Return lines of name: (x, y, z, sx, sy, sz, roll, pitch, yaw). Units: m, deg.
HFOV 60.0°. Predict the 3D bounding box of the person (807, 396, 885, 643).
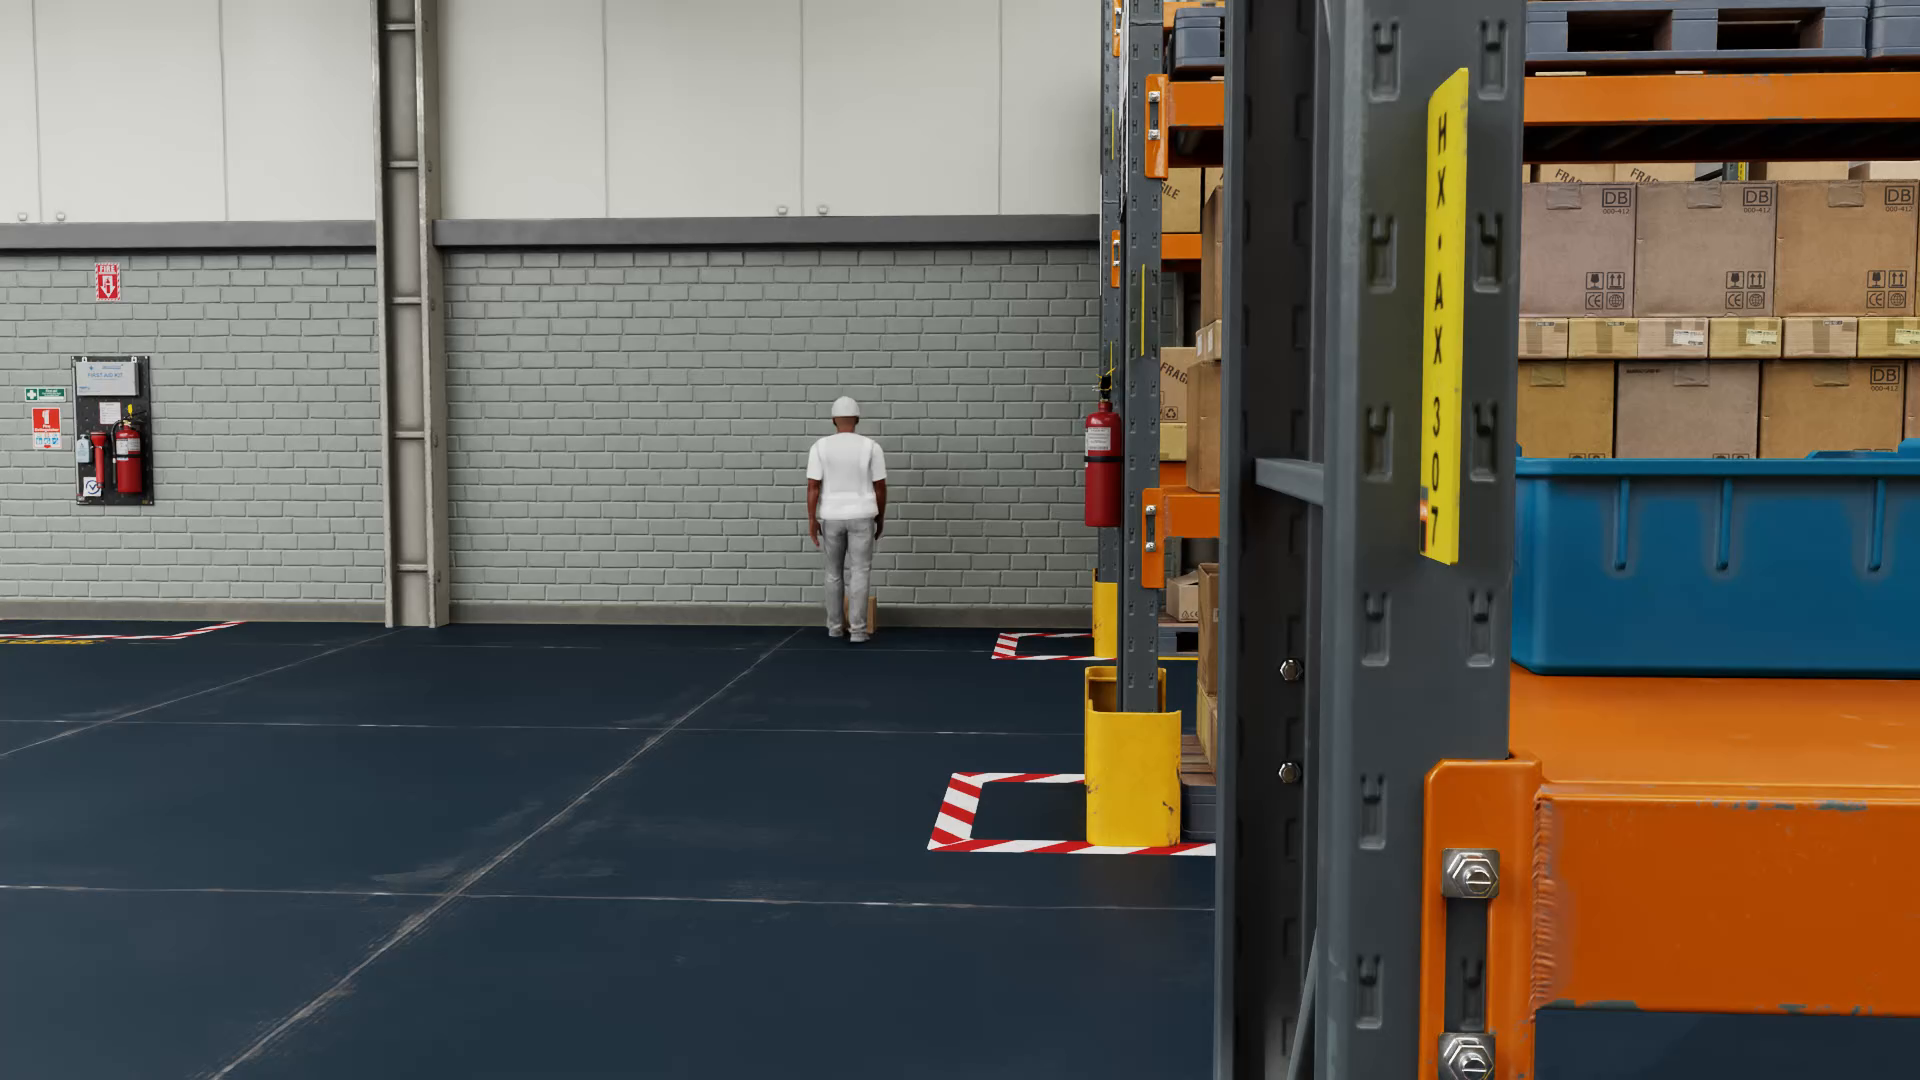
person: (-0.810, -0.153, 11.978, 0.564, 1.765, 0.464, 0, 4, 5)
